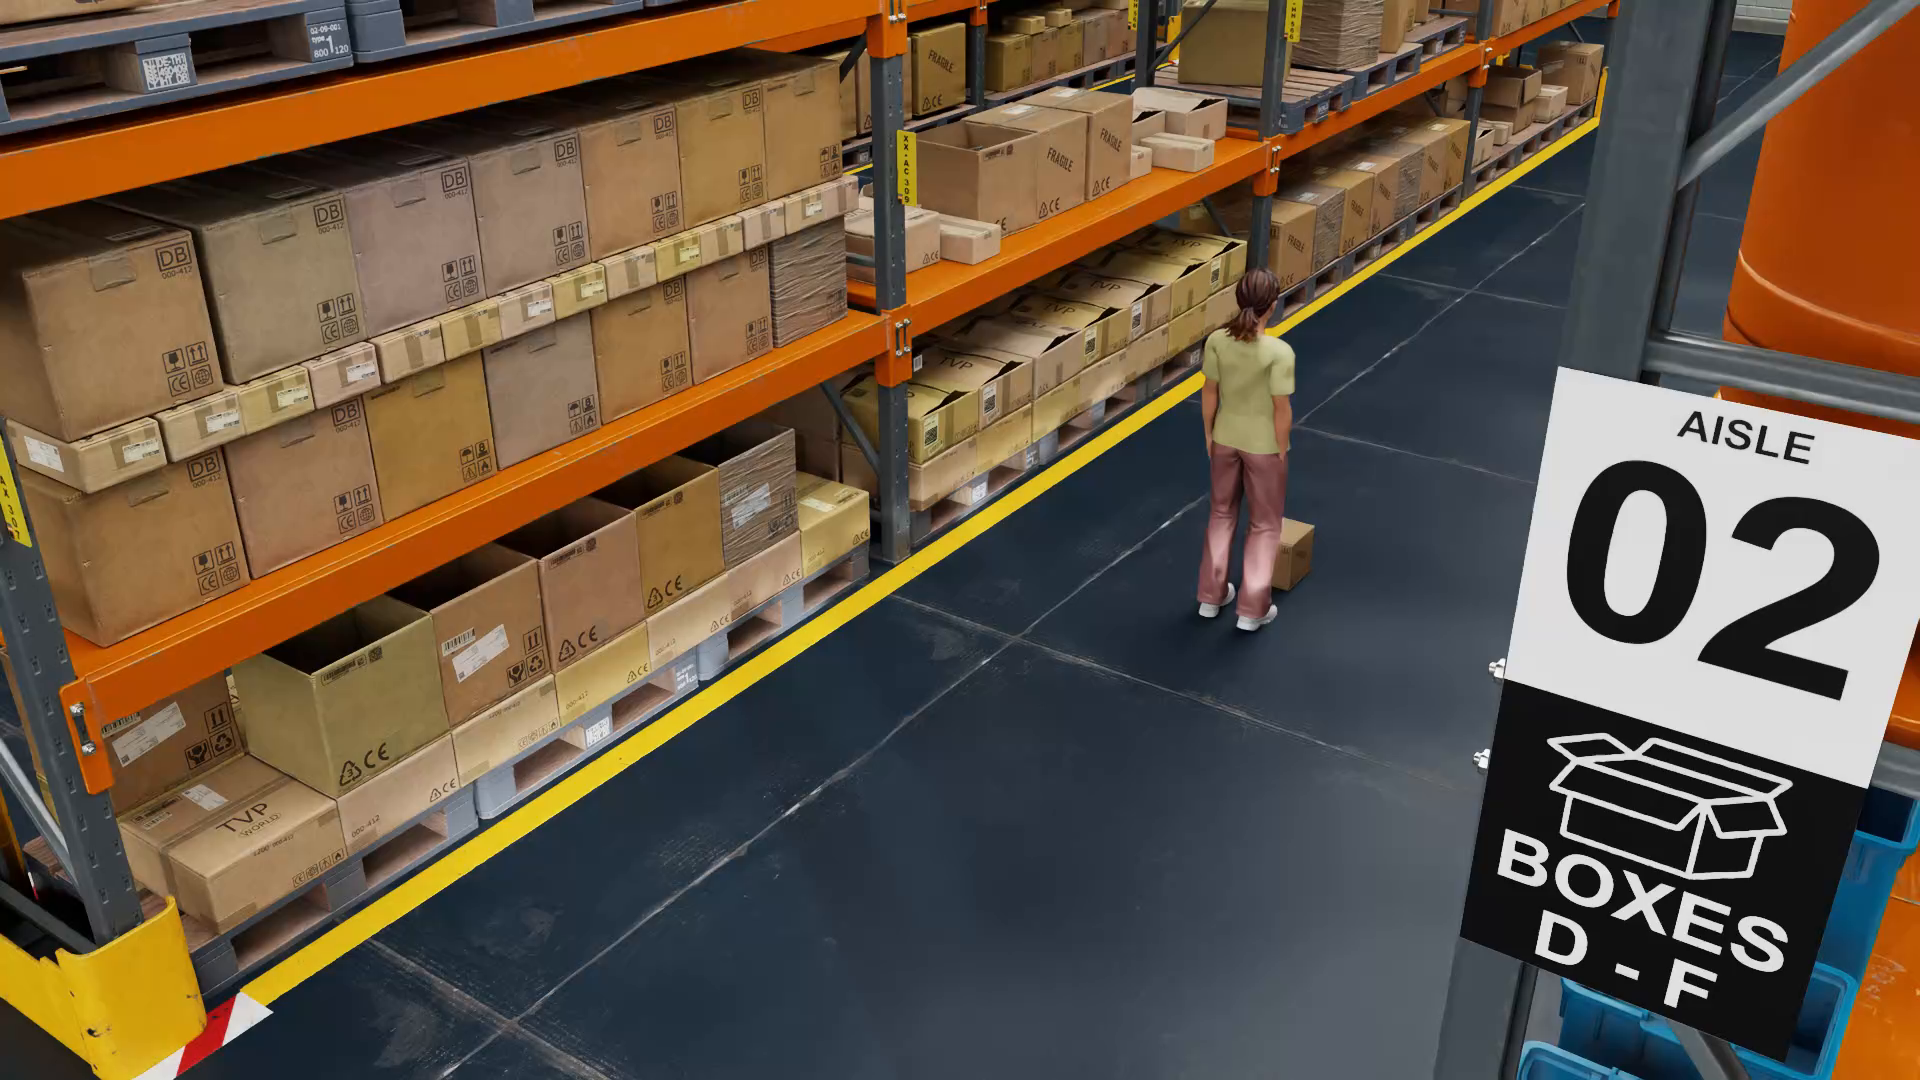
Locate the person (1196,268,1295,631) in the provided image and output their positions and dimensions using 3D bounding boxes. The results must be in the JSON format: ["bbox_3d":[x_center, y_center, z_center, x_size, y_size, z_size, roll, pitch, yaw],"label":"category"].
[{"bbox_3d":[1.275,-0.396,7.424,0.441,1.690,0.344,18,32,31],"label":"person"}]
